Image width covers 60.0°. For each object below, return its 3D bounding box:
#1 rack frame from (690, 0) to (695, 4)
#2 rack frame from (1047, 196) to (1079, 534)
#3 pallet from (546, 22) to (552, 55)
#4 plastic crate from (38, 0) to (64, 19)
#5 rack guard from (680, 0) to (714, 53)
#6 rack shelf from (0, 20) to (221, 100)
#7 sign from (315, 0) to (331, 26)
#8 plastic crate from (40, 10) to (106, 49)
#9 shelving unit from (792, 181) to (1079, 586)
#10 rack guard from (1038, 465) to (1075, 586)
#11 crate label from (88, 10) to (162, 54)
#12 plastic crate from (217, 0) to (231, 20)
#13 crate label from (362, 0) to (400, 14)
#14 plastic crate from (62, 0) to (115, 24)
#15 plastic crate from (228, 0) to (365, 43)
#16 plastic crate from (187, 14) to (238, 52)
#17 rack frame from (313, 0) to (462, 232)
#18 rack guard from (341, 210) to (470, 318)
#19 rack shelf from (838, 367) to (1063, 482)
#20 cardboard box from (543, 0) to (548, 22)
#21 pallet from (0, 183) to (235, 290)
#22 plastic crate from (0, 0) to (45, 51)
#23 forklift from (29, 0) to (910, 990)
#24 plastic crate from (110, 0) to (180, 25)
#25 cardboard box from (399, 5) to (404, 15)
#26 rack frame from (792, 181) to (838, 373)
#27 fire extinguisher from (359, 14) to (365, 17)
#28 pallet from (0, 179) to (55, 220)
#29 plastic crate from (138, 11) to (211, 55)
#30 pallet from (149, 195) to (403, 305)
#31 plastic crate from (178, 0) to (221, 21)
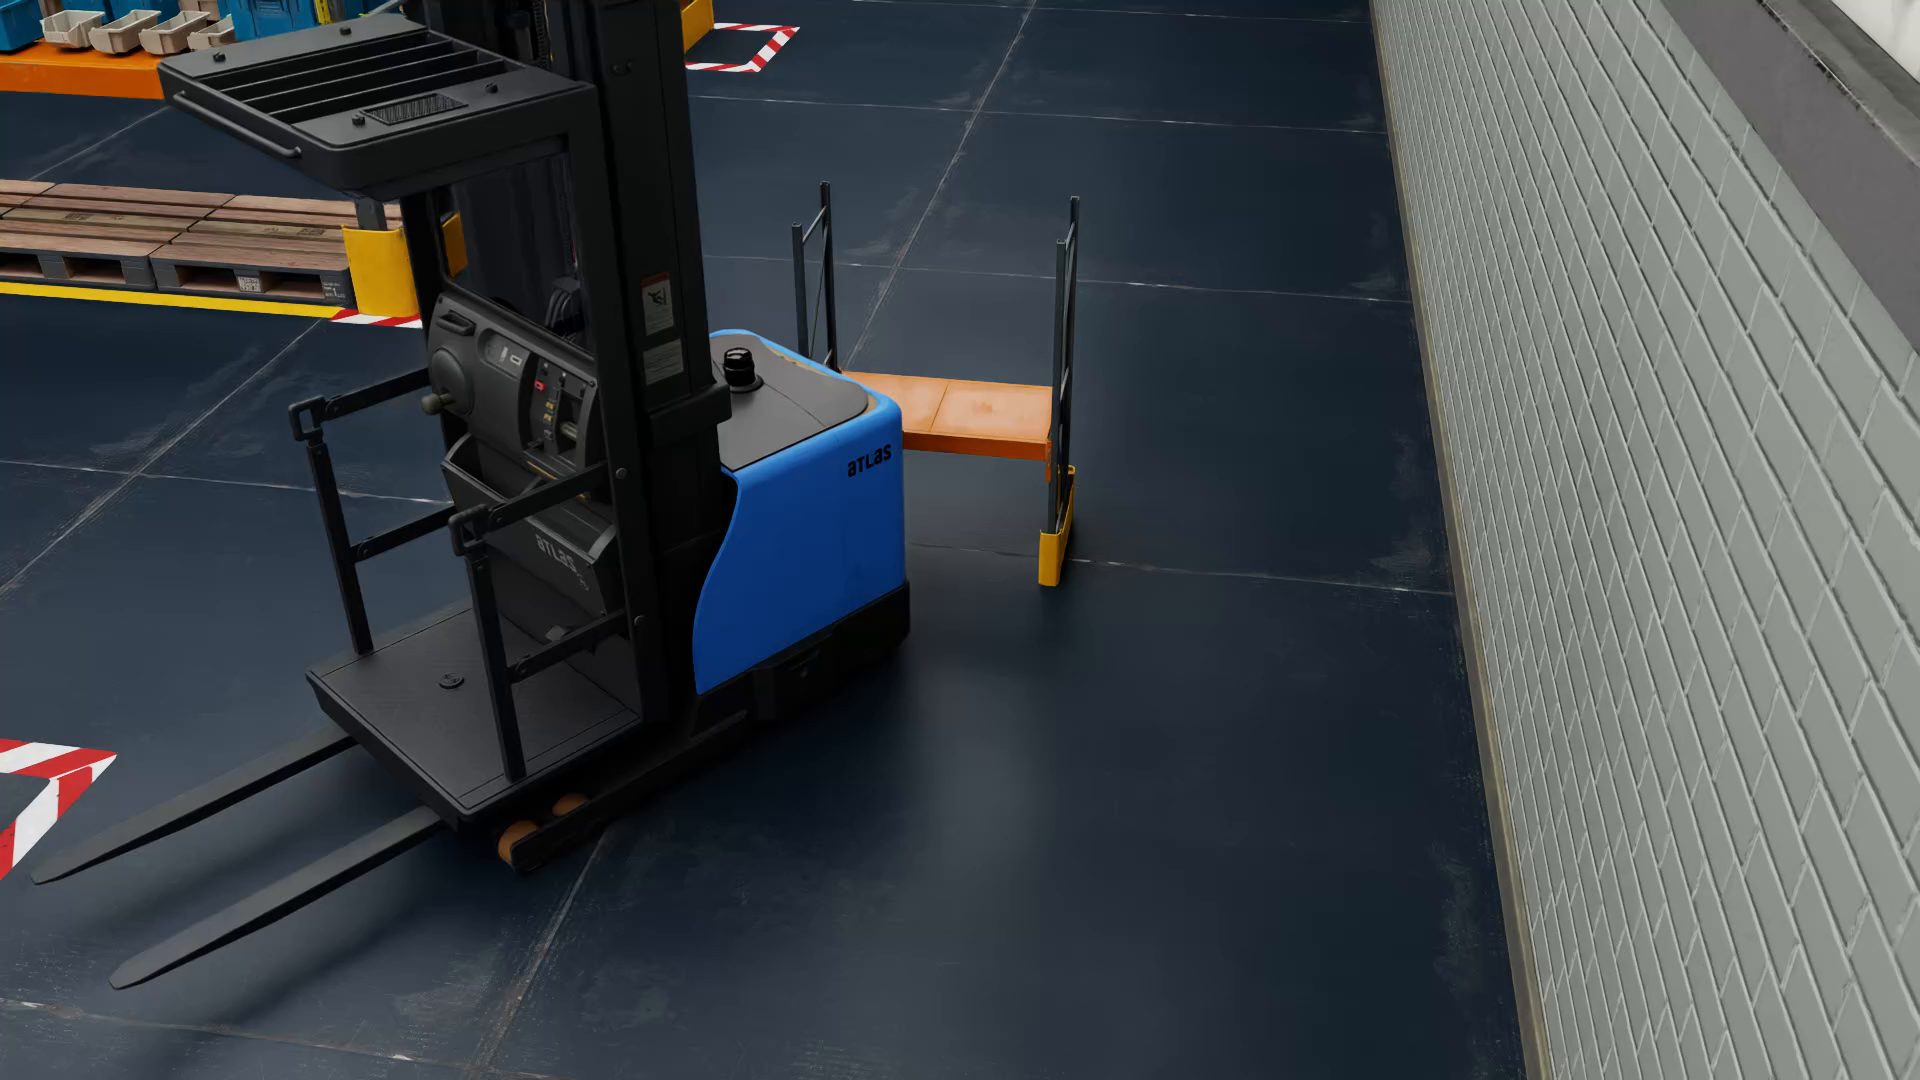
[{"bbox_3d":[-2.292,-5.404,13.057,0.127,3.000,1.000,5,32,8],"label":"rack frame"},{"bbox_3d":[0.417,-0.598,6.792,0.032,1.500,0.500,5,32,8],"label":"rack frame"},{"bbox_3d":[-3.153,-4.300,13.921,1.213,0.211,1.003,5,32,8],"label":"pallet"},{"bbox_3d":[-5.305,-3.087,9.546,0.466,0.136,0.293,5,32,8],"label":"plastic crate"},{"bbox_3d":[-2.367,-4.352,13.731,0.348,0.500,1.175,5,32,8],"label":"rack guard"},{"bbox_3d":[-5.101,-2.688,9.395,4.000,0.370,1.077,5,32,8],"label":"rack shelf"},{"bbox_3d":[-3.206,-2.594,8.413,0.005,0.325,0.100,5,32,8],"label":"sign"},{"bbox_3d":[-4.821,-2.768,9.037,0.250,0.136,0.298,5,32,8],"label":"plastic crate"},{"bbox_3d":[-0.075,-0.643,6.863,1.083,1.500,0.587,5,32,8],"label":"shelving unit"},{"bbox_3d":[0.416,-0.068,7.124,0.087,0.250,0.587,5,32,8],"label":"rack guard"},{"bbox_3d":[-4.526,-2.751,9.010,0.243,0.136,0.396,5,32,8],"label":"crate label"},{"bbox_3d":[-3.966,-3.022,9.351,0.300,0.233,0.416,5,32,8],"label":"plastic crate"},{"bbox_3d":[-3.317,-2.963,9.257,0.303,0.233,0.416,5,32,8],"label":"crate label"},{"bbox_3d":[-4.911,-3.107,9.488,0.300,0.233,0.416,5,32,8],"label":"plastic crate"},{"bbox_3d":[-3.491,-2.787,8.785,0.499,0.435,0.616,5,32,8],"label":"plastic crate"},{"bbox_3d":[-3.964,-2.706,8.938,0.243,0.136,0.396,5,32,8],"label":"plastic crate"},{"bbox_3d":[-3.129,-2.814,8.919,0.127,3.000,1.000,5,32,8],"label":"rack frame"},{"bbox_3d":[-3.104,-1.759,9.589,0.348,0.500,1.175,5,32,8],"label":"rack guard"},{"bbox_3d":[-0.084,-0.491,6.960,1.000,0.185,0.538,5,32,8],"label":"rack shelf"},{"bbox_3d":[-3.254,-4.393,13.697,0.250,0.166,0.380,5,32,8],"label":"cardboard box"},{"bbox_3d":[-5.135,-1.836,9.984,1.213,0.211,1.003,5,32,8],"label":"pallet"},{"bbox_3d":[-5.197,-2.818,9.026,0.300,0.233,0.416,5,32,8],"label":"plastic crate"},{"bbox_3d":[-1.592,-0.458,5.219,1.130,2.935,3.031,28,41,37],"label":"forklift"},{"bbox_3d":[-4.615,-3.080,9.445,0.300,0.233,0.416,5,32,8],"label":"plastic crate"},{"bbox_3d":[-4.383,-4.725,13.909,0.637,0.503,0.797,5,32,8],"label":"cardboard box"},{"bbox_3d":[-0.585,-0.689,6.937,0.032,1.500,0.500,5,32,8],"label":"rack frame"},{"bbox_3d":[-3.057,-2.372,8.637,0.183,0.674,0.296,5,32,8],"label":"fire extinguisher"},{"bbox_3d":[-6.341,-1.944,10.156,1.213,0.211,1.003,5,32,8],"label":"pallet"},{"bbox_3d":[-4.247,-2.739,8.991,0.243,0.136,0.396,5,32,8],"label":"plastic crate"},{"bbox_3d":[-3.936,-1.726,9.809,1.213,0.211,1.003,5,32,8],"label":"pallet"},{"bbox_3d":[-4.288,-3.054,9.495,0.298,0.136,0.250,5,32,8],"label":"plastic crate"}]
